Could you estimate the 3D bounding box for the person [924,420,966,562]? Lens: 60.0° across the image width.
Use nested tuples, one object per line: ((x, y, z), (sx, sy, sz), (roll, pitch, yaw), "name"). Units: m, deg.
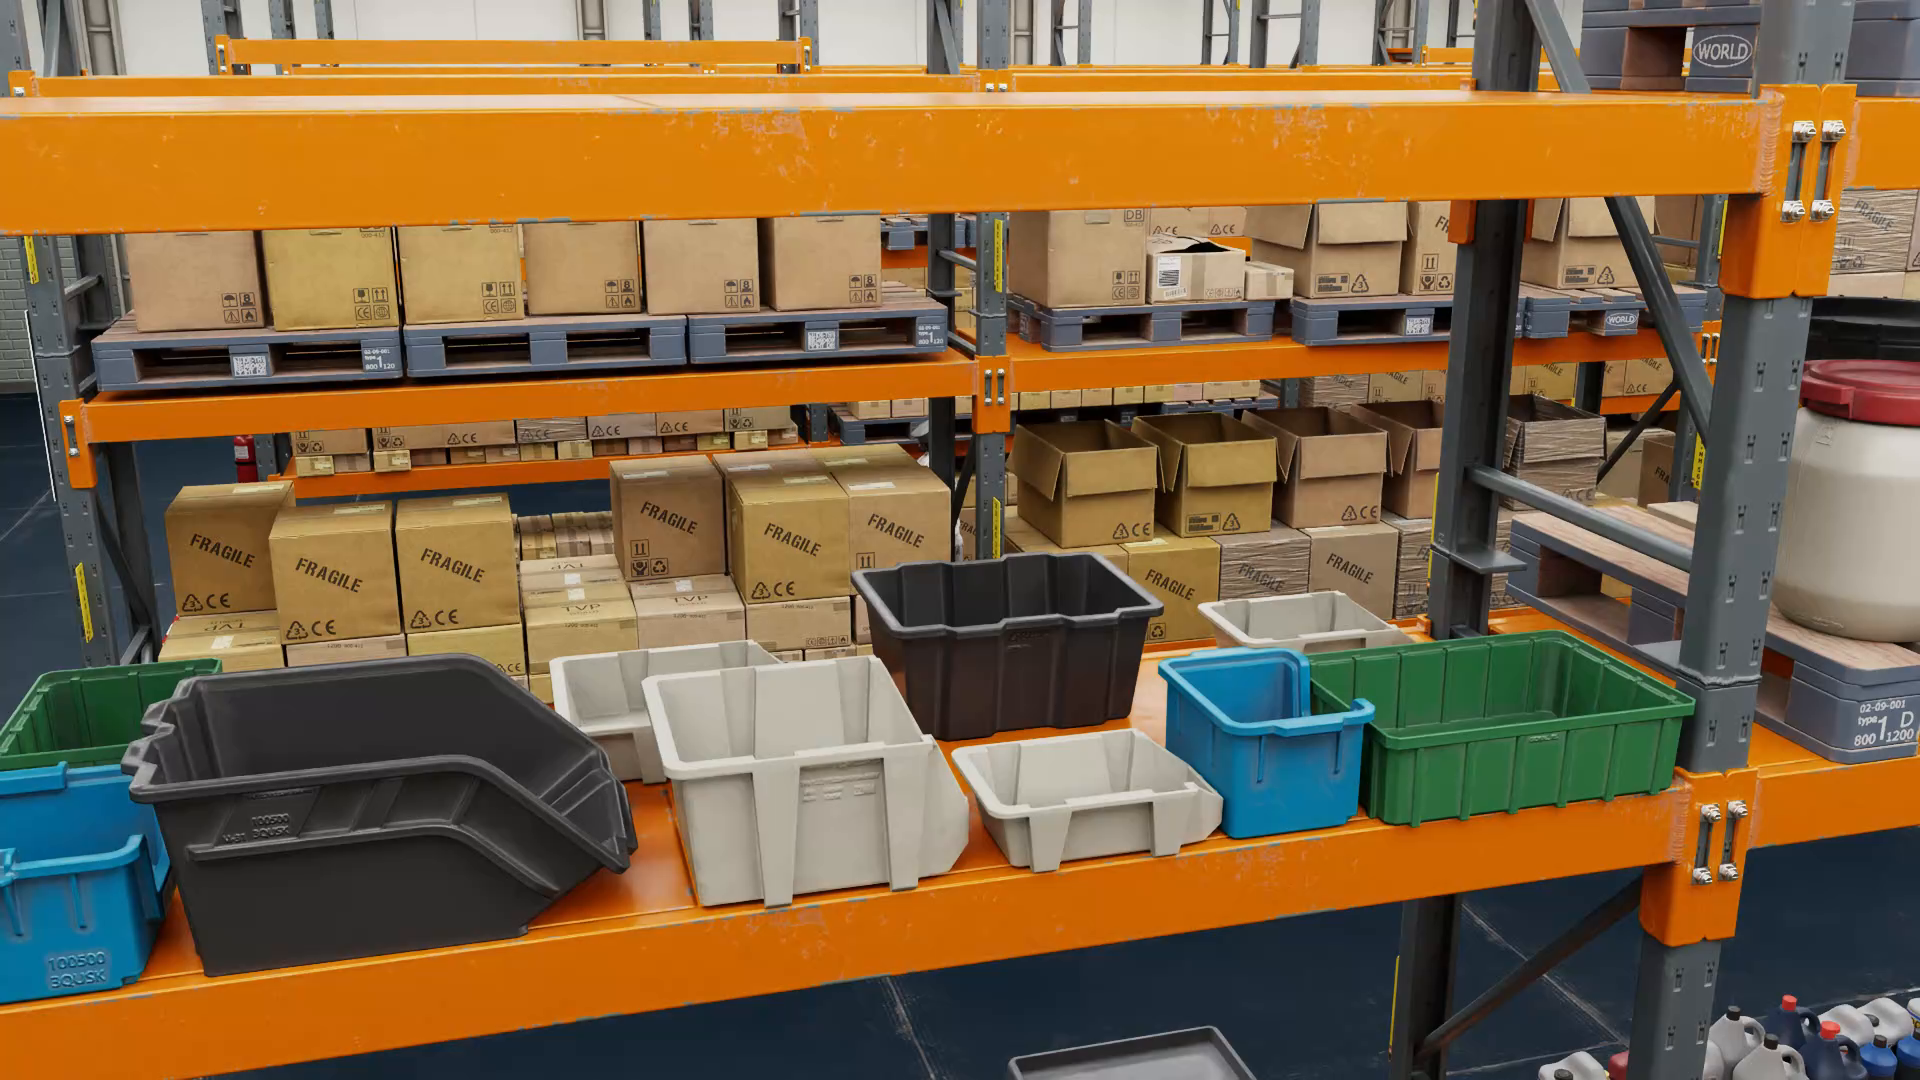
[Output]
((-0.117, -0.050, 12.193), (0.373, 1.668, 0.533), (-5, 17, -17), "person")
